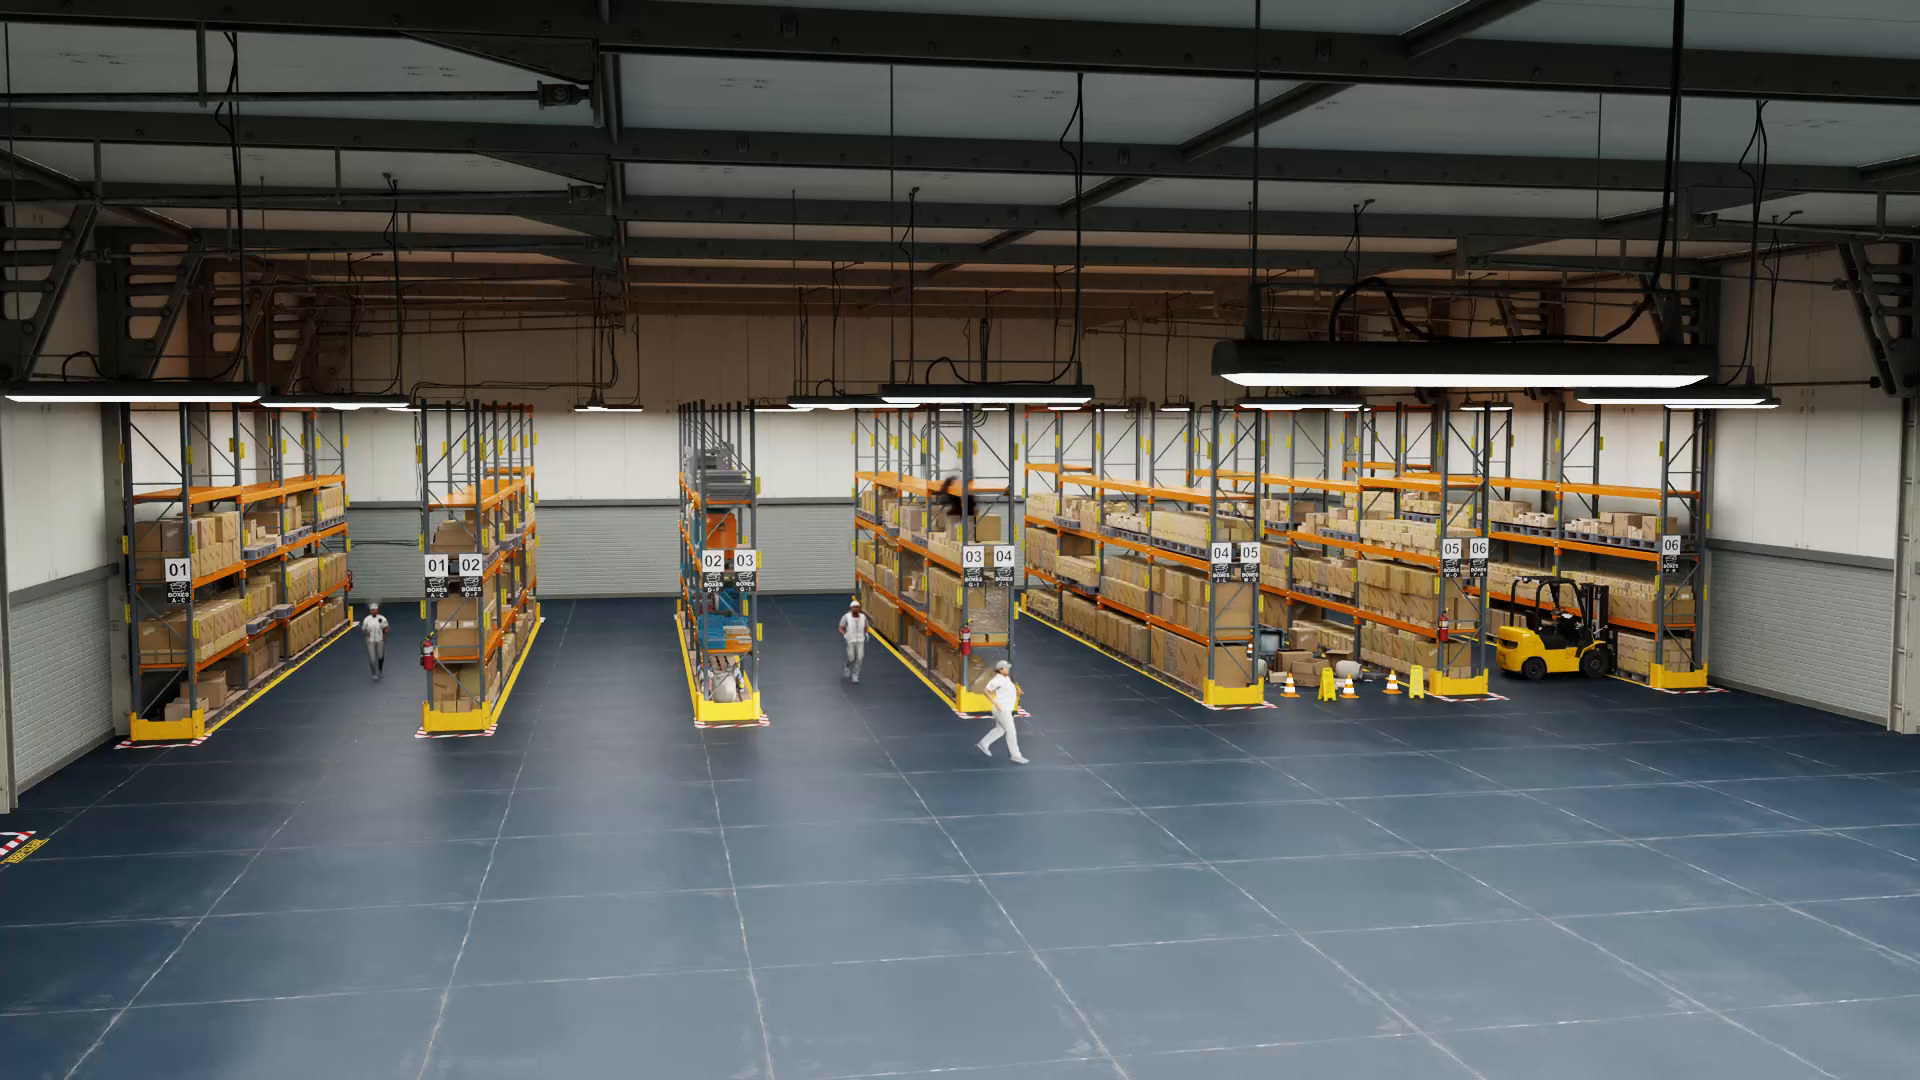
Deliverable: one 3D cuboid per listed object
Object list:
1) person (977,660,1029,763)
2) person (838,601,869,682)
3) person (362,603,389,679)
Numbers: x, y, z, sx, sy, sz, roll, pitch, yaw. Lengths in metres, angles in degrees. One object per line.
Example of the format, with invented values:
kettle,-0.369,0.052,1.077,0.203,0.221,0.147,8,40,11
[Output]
person,0.702,2.808,27.369,0.939,1.662,0.603,1,5,17
person,-2.252,2.168,35.582,0.662,1.734,0.589,-2,5,-20
person,-12.559,2.186,35.742,0.563,1.663,0.565,-2,5,-19
